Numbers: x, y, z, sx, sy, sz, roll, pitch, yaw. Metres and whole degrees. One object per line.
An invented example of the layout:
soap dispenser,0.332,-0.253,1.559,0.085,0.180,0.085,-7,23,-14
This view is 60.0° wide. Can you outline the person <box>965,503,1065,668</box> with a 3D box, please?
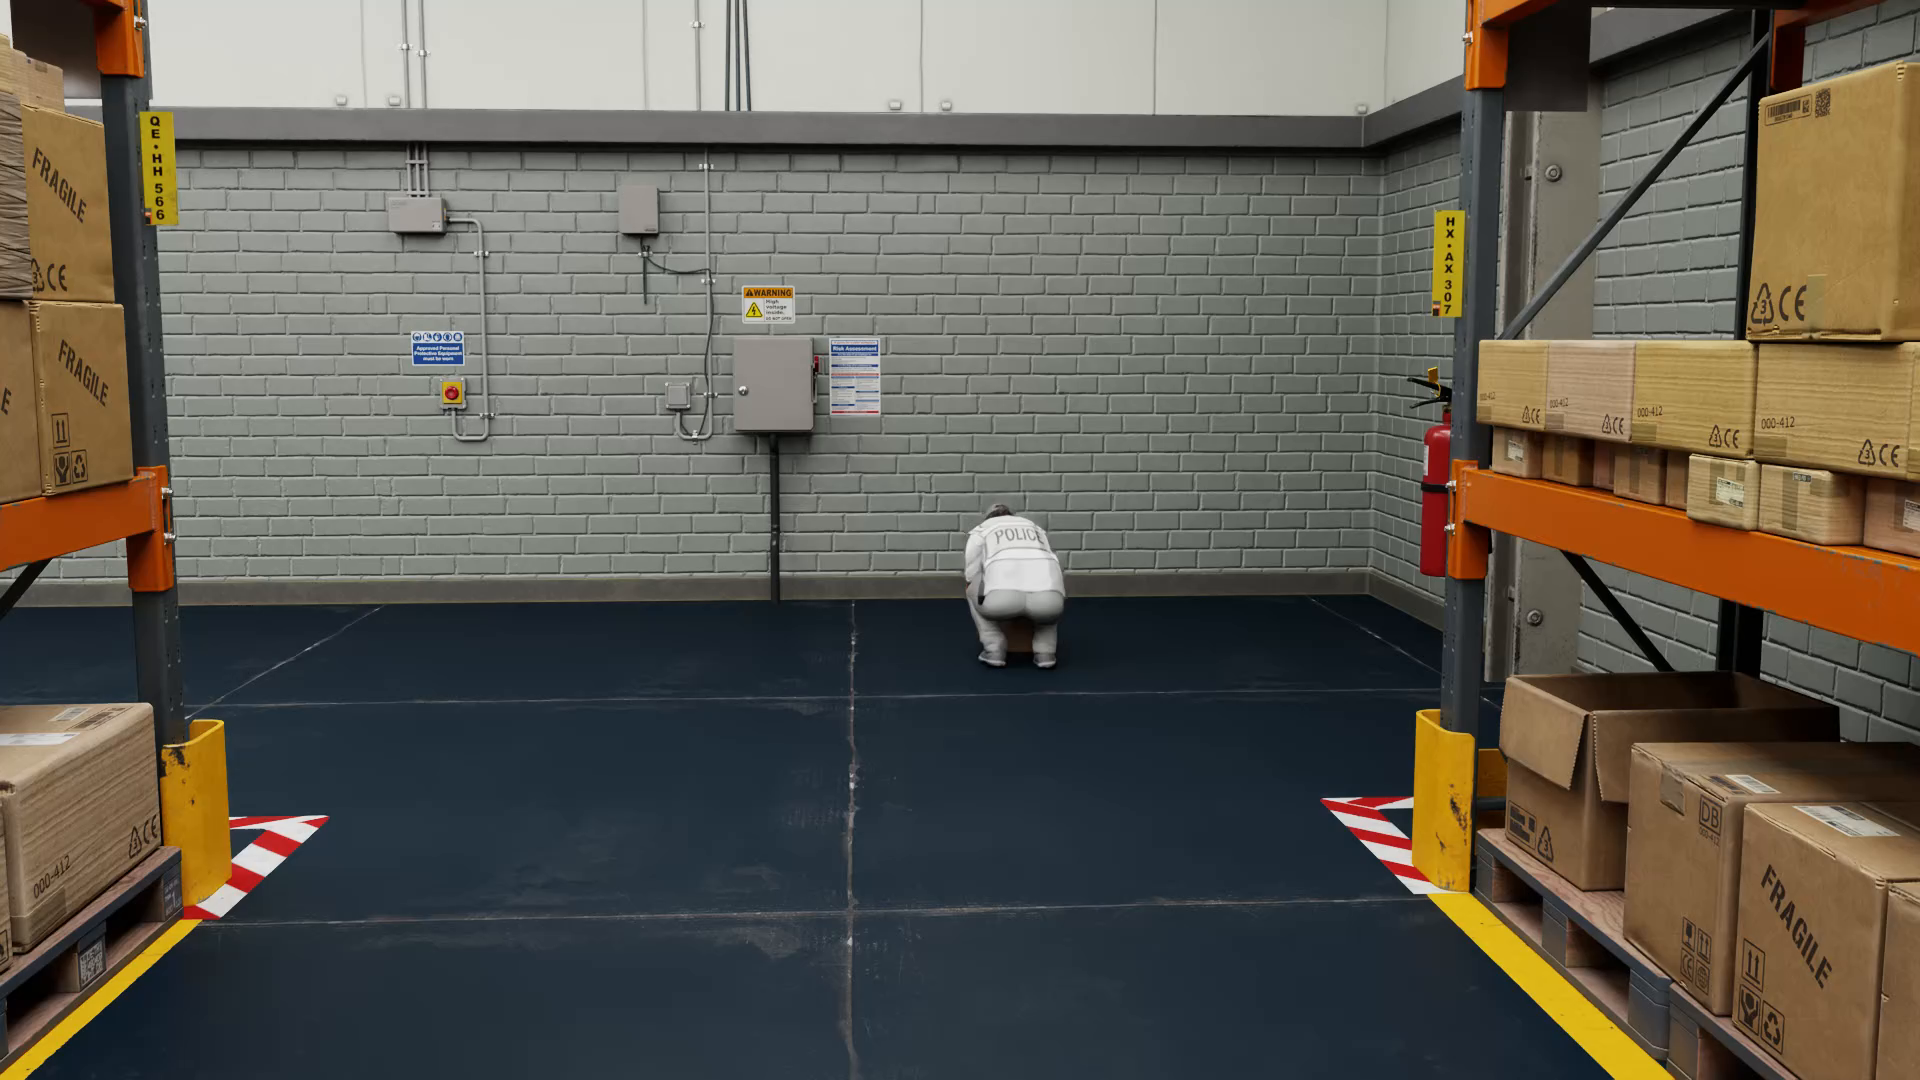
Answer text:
person,0.293,0.243,8.797,0.518,0.818,0.867,0,7,-4
